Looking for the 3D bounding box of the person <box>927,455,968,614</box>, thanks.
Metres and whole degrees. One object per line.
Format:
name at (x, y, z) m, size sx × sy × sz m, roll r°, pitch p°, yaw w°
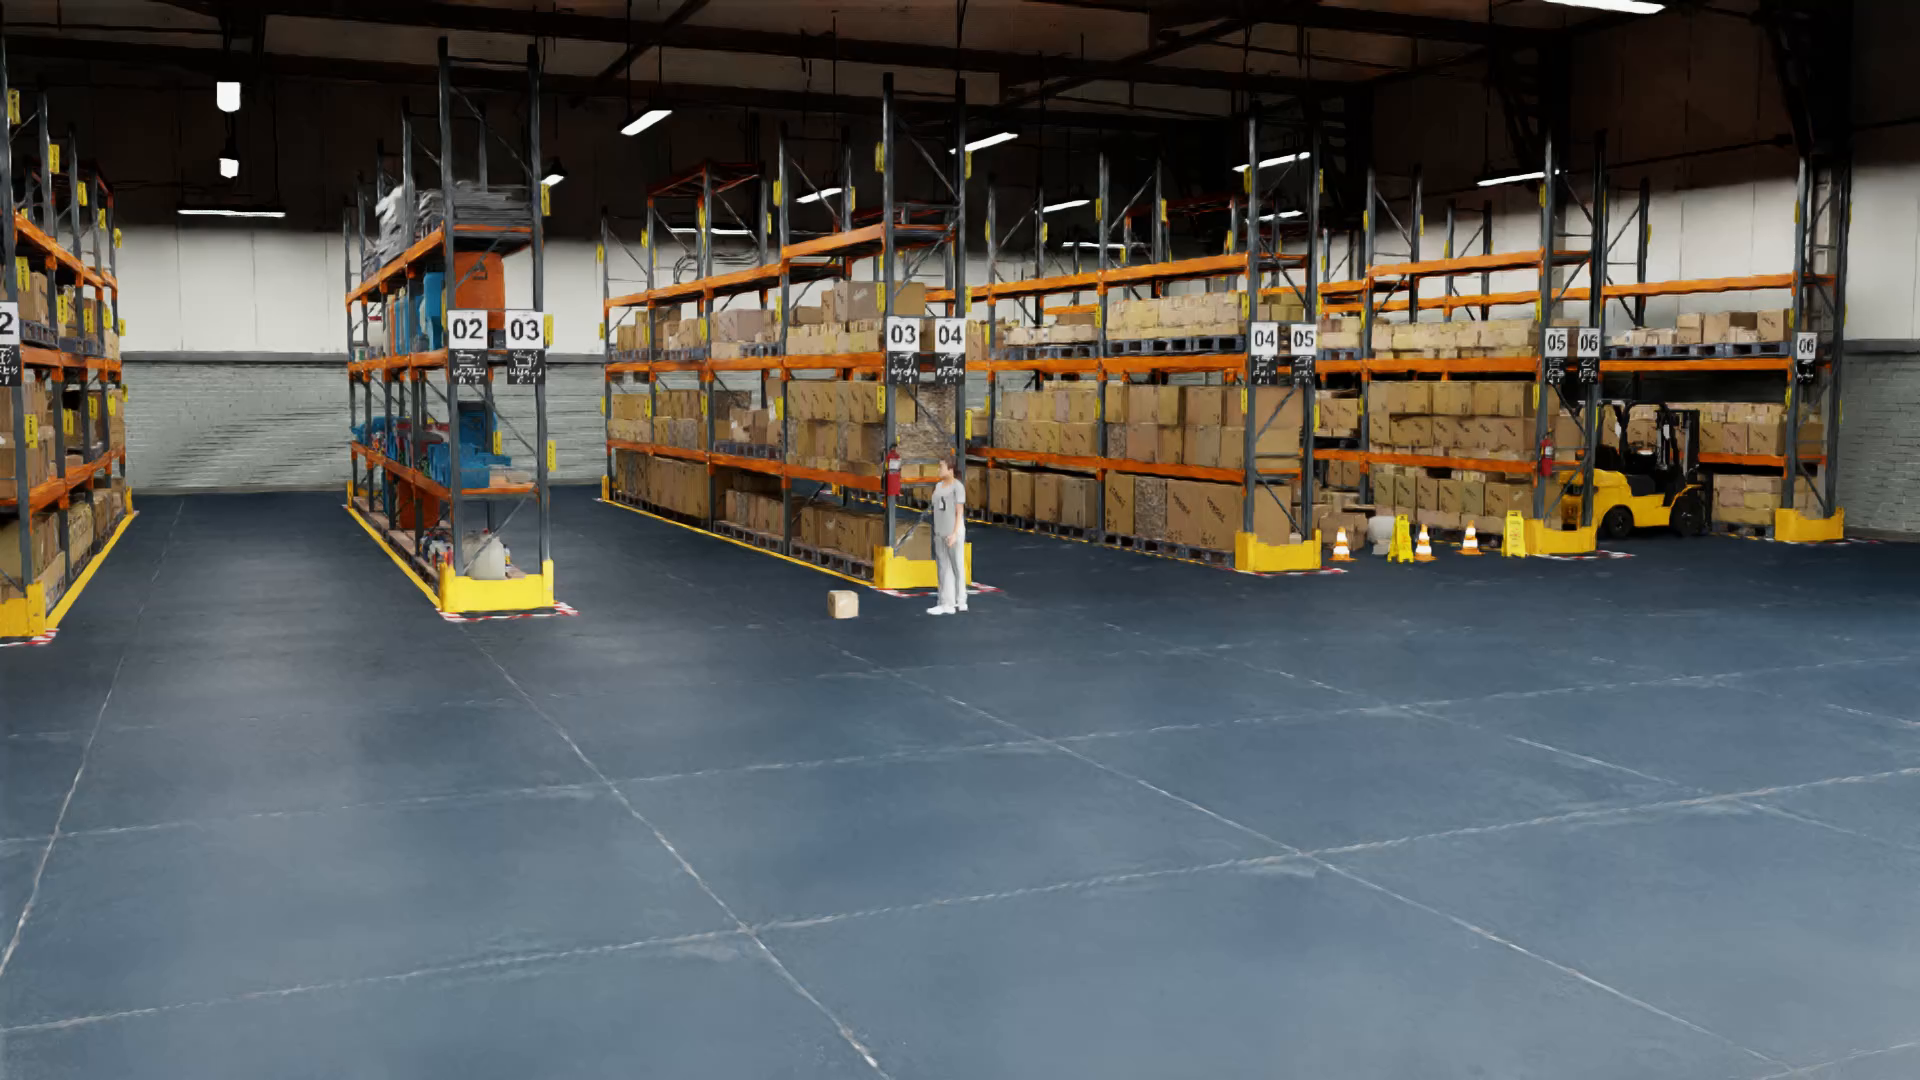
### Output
person at (-0.084, -0.061, 17.584) m, size 0.450 × 1.676 × 0.478 m, roll 5°, pitch 7°, yaw 41°
